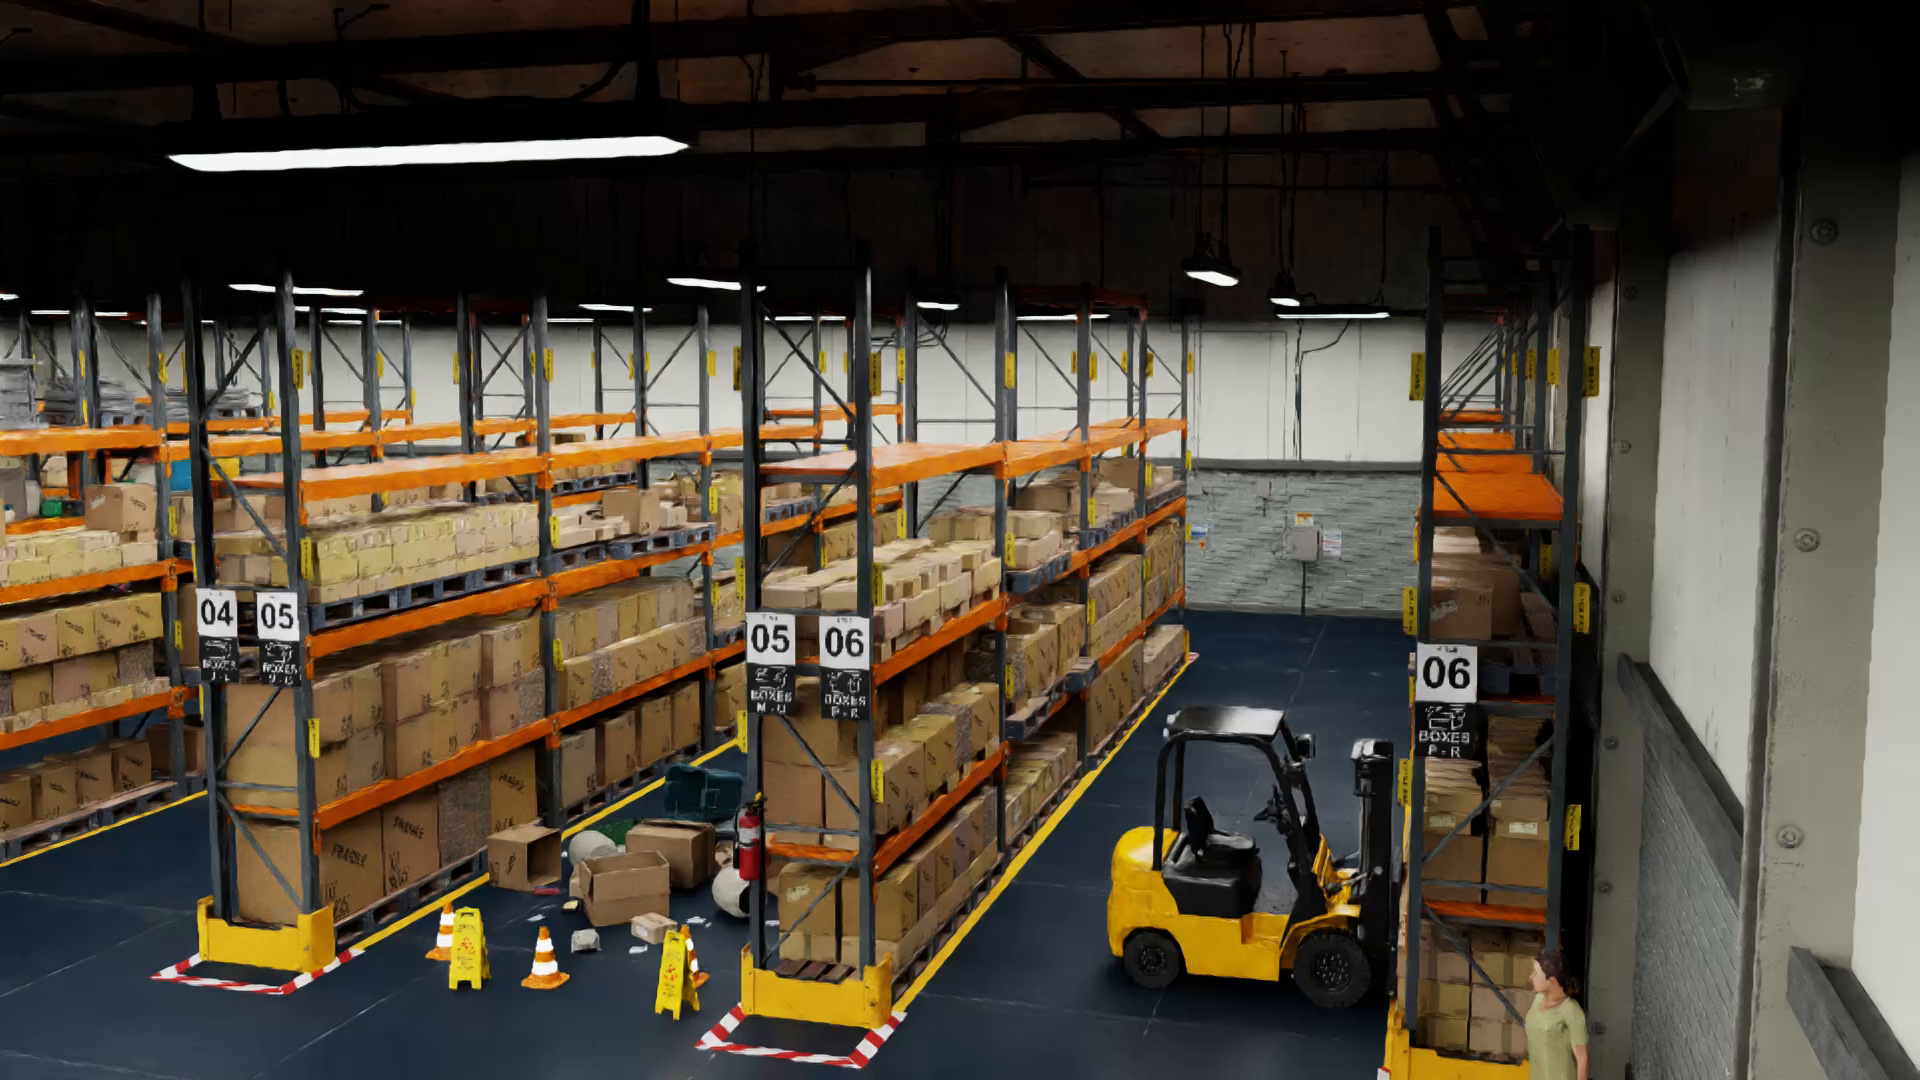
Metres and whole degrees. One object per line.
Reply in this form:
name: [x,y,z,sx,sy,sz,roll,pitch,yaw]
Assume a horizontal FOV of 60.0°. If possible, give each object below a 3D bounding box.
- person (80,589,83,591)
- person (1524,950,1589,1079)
person: [-15.084,1.099,28.558,0.463,1.731,0.598,-1,6,-5]
person: [3.558,3.249,9.855,0.572,1.666,0.507,-2,7,-19]
